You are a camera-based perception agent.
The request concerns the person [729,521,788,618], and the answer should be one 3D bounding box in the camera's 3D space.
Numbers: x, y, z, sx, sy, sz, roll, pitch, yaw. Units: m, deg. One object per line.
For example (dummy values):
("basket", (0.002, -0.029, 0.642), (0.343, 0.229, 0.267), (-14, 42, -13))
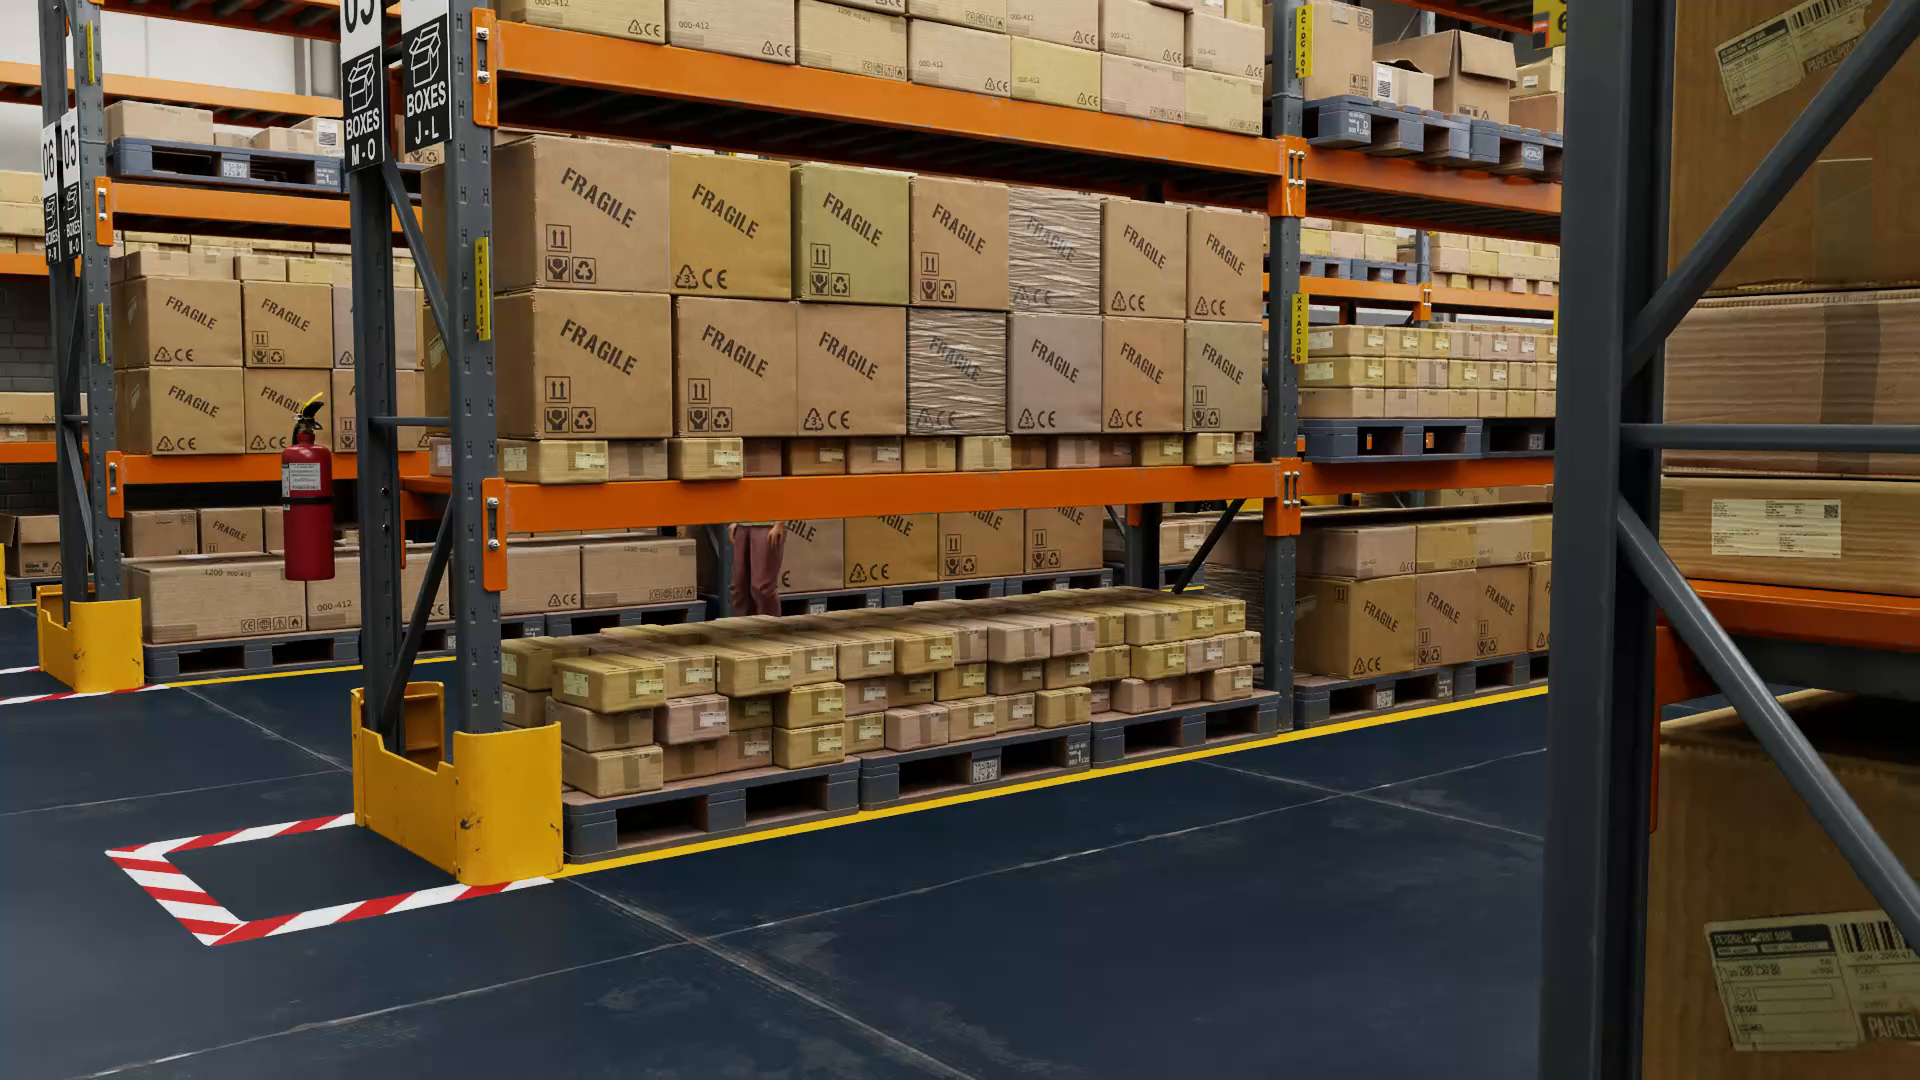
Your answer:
("person", (-1.227, -0.063, 10.029), (0.353, 1.673, 0.513), (-4, 6, -41))
